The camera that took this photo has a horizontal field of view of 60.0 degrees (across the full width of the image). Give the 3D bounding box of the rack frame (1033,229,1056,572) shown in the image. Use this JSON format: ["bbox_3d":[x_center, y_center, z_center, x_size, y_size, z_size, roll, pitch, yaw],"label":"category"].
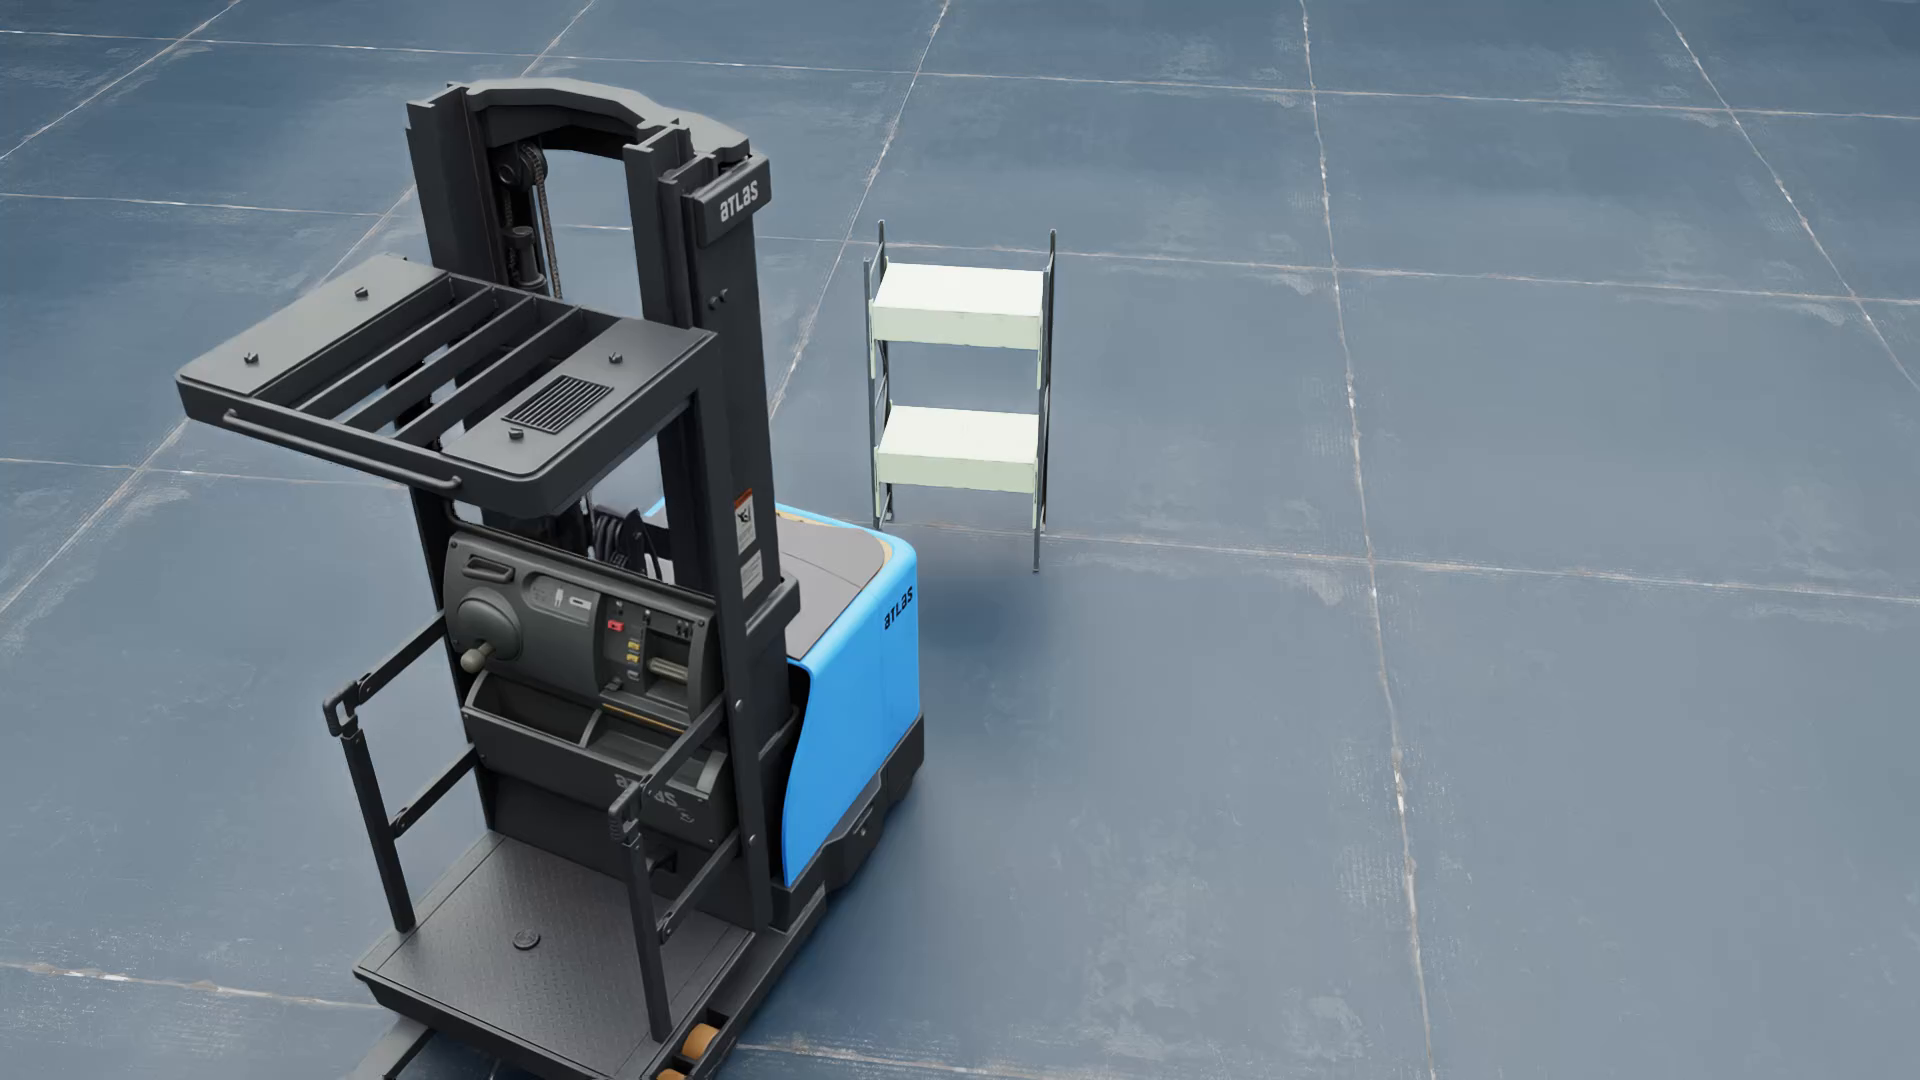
[{"bbox_3d":[0.370,-0.583,7.276,0.023,1.500,0.400,4,36,6],"label":"rack frame"}]

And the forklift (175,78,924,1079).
[{"bbox_3d":[-1.232,0.336,4.757,1.130,2.935,3.031,16,38,21],"label":"forklift"}]

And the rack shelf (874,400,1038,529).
[{"bbox_3d":[0.007,-0.345,7.503,0.720,0.370,0.431,4,36,6],"label":"rack shelf"}]

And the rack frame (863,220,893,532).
[{"bbox_3d":[-0.356,-0.637,7.352,0.023,1.500,0.400,4,36,6],"label":"rack frame"}]

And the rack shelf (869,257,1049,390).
[{"bbox_3d":[0.007,-0.928,7.087,0.720,0.370,0.431,4,36,6],"label":"rack shelf"}]

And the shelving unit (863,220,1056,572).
[{"bbox_3d":[0.007,-0.610,7.314,0.755,1.500,0.431,4,36,6],"label":"shelving unit"}]
